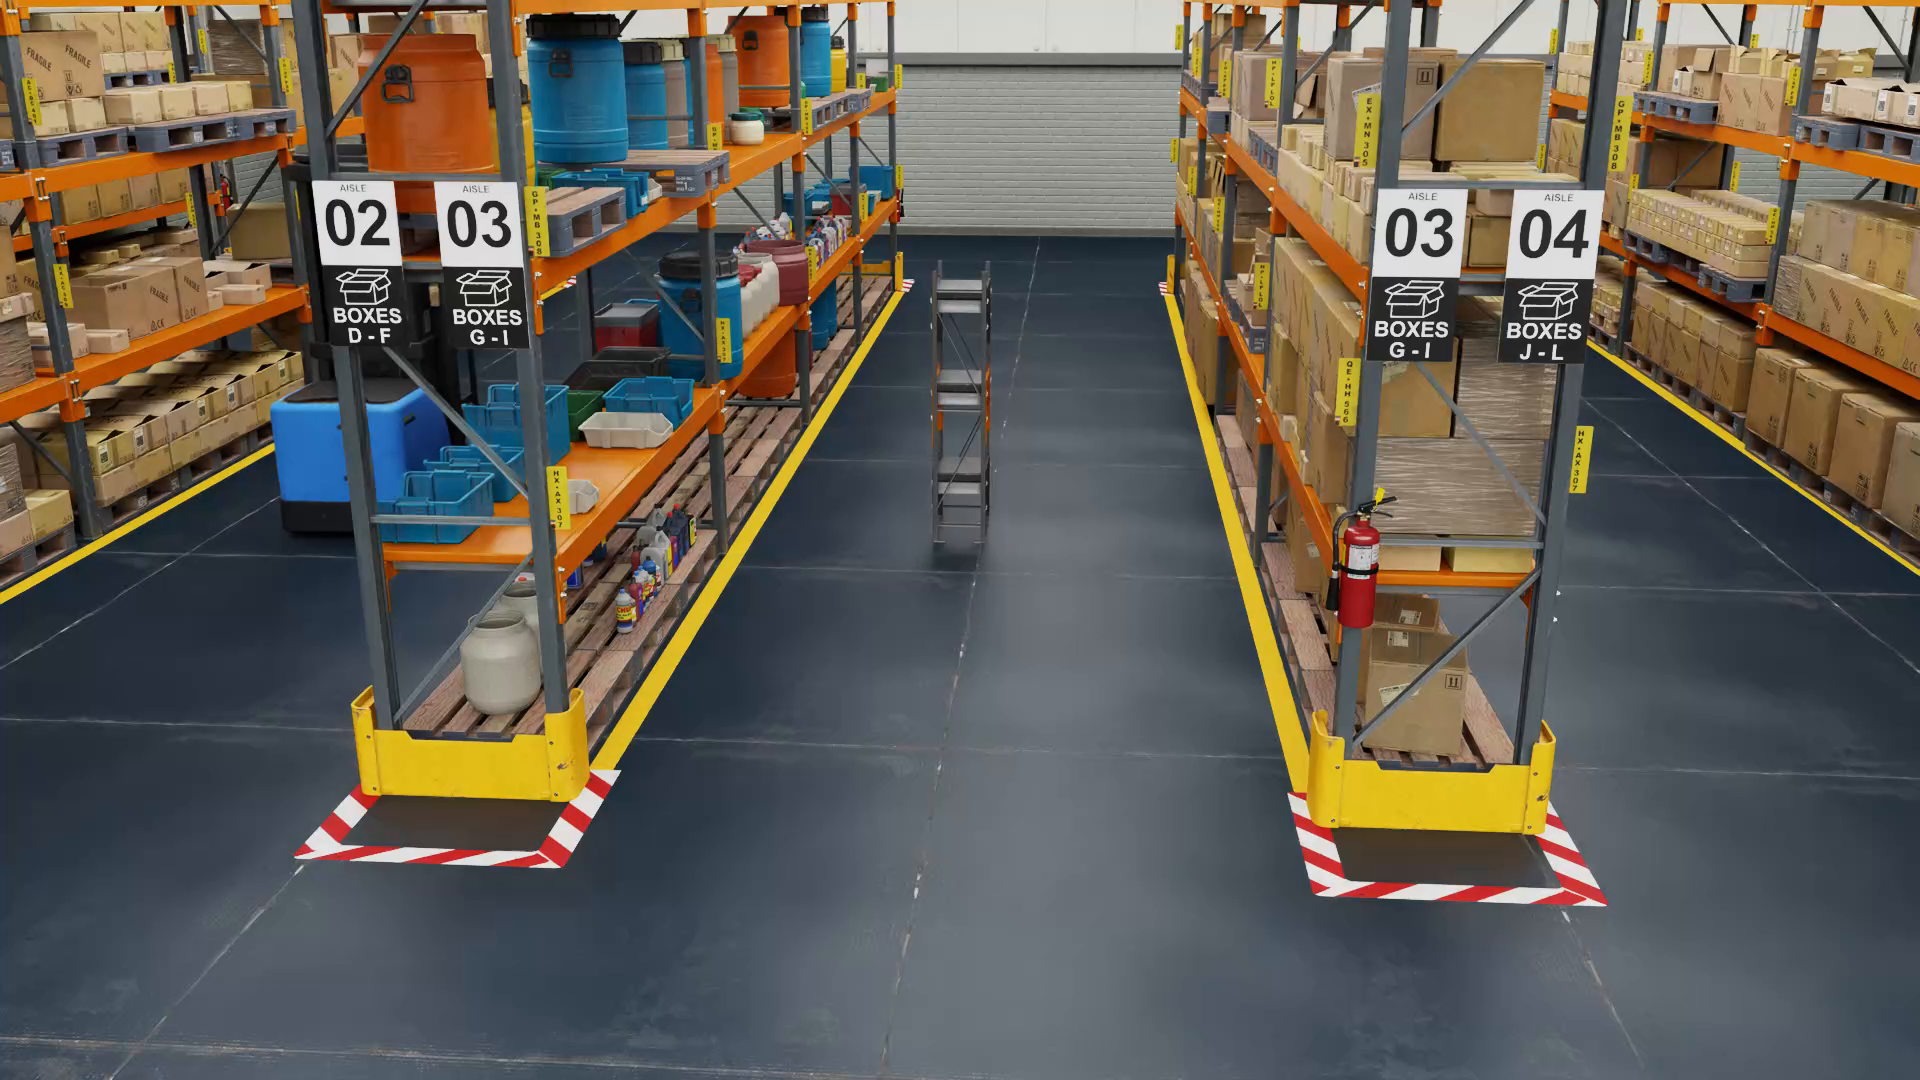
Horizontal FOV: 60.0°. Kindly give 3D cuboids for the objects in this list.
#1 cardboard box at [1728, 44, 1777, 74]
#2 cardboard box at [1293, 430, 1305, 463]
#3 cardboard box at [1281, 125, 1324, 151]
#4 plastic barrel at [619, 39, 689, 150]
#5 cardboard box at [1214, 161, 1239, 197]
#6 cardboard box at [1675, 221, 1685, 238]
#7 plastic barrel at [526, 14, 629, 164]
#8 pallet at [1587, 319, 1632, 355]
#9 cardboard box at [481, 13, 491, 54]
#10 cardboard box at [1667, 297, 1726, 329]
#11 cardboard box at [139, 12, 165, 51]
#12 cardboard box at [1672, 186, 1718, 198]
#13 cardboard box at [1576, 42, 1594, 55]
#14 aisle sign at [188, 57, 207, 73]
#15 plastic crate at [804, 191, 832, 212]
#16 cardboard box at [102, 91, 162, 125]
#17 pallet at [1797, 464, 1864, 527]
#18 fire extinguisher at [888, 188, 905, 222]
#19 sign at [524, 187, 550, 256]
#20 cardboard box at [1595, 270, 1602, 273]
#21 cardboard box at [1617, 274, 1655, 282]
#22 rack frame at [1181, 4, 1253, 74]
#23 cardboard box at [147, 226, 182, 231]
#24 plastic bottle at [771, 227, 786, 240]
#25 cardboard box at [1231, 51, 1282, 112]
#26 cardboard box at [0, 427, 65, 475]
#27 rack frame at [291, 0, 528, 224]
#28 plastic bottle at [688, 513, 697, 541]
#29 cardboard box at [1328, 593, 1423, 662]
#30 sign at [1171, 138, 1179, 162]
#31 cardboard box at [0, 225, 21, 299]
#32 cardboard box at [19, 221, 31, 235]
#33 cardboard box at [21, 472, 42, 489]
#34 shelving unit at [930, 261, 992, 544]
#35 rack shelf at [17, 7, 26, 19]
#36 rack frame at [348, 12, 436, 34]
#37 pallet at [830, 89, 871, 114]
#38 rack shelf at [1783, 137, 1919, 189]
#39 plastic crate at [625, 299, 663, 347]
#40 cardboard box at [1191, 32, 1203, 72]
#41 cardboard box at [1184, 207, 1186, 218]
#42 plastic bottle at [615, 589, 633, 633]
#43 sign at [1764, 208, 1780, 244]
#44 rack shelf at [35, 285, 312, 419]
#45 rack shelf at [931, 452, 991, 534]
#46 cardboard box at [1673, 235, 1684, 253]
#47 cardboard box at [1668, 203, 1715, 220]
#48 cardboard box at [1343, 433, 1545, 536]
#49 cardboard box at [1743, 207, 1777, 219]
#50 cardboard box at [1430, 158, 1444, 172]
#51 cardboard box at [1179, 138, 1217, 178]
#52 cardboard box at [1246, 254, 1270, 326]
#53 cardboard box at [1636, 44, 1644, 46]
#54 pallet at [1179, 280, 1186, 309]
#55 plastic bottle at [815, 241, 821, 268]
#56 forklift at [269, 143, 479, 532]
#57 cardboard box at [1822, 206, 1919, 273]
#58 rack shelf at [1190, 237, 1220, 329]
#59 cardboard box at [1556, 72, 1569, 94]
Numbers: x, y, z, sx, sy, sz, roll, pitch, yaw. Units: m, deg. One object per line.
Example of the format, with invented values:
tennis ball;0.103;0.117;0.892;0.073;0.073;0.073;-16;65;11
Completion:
cardboard box;7.743;-4.692;16.217;0.396;0.266;0.258;1;18;4
cardboard box;2.265;-0.578;10.273;0.380;0.149;0.250;1;18;4
cardboard box;2.344;-2.673;11.047;0.380;0.149;0.250;1;18;2
plastic barrel;-2.398;-3.364;12.748;0.600;0.901;0.600;0;18;0
cardboard box;3.150;-3.821;17.995;0.797;0.503;0.637;1;18;5
cardboard box;7.592;-3.190;17.091;0.380;0.149;0.250;1;18;3
plastic barrel;-2.443;-2.890;10.630;0.600;0.901;0.708;1;18;4
pallet;8.201;-2.450;20.062;1.003;0.211;1.213;1;18;4
cardboard box;-6.415;-6.650;21.816;0.700;0.500;0.500;1;18;4
cardboard box;7.795;-2.387;17.525;0.500;0.250;0.500;2;18;6
cardboard box;-11.113;-6.851;22.399;0.500;0.500;0.500;2;18;6
cardboard box;8.475;-3.903;19.379;0.500;0.500;0.500;1;18;3
cardboard box;8.078;-6.257;21.182;0.380;0.149;0.250;2;18;5
aisle sign;-10.982;-6.533;23.869;0.394;0.787;0.004;1;18;4
plastic crate;-1.867;-4.438;21.824;0.416;0.233;0.300;1;18;4
cardboard box;-7.007;-3.592;13.817;0.500;0.250;0.500;0;18;-1
pallet;7.680;-0.377;13.736;1.003;0.211;1.213;1;18;4
fire extinguisher;-0.941;-4.884;23.733;0.296;0.674;0.183;1;18;4
sign;-2.003;-1.508;7.875;0.100;0.325;0.005;1;18;4
cardboard box;8.024;-3.371;21.344;0.380;0.149;0.250;2;18;5
cardboard box;8.557;-3.281;21.066;0.380;0.149;0.250;1;18;4
rack frame;3.535;-7.801;22.279;1.000;3.000;0.127;1;18;4
cardboard box;-11.427;-4.426;23.911;0.380;0.149;0.250;1;18;4
plastic bottle;-2.019;-3.333;18.478;0.152;0.276;0.135;1;18;4
cardboard box;2.672;-4.036;14.642;0.500;0.500;0.500;1;18;4
cardboard box;-7.462;-0.737;13.197;0.500;0.311;0.500;1;18;4
rack frame;-2.552;-2.943;7.451;1.000;3.000;0.127;1;18;4
plastic bottle;-1.980;-0.094;12.179;0.097;0.201;0.097;0;18;0
cardboard box;2.522;0.433;10.124;0.500;0.500;0.500;3;18;9
sign;2.982;-5.414;23.110;0.100;0.325;0.005;1;18;4
cardboard box;-7.231;-1.972;11.879;0.700;0.500;0.500;1;18;4
cardboard box;-11.310;-3.740;19.890;0.380;0.149;0.250;2;18;5
cardboard box;-7.465;-0.474;13.293;0.500;0.250;0.500;1;18;3
shelving unit;0.012;-1.049;12.753;0.431;2.100;0.503;1;18;4
rack shelf;-11.717;-5.738;17.779;1.077;0.370;4.000;1;18;4
rack frame;-6.632;-6.781;19.166;1.000;3.000;0.127;1;18;4
pallet;-1.650;-4.909;18.572;1.213;0.211;1.003;1;18;4
rack shelf;7.758;-2.786;12.946;1.077;0.370;4.000;1;18;4
plastic crate;-2.496;-1.676;13.246;0.392;0.384;0.575;1;18;4
cardboard box;3.391;-6.336;21.628;0.700;0.500;0.500;1;18;2
cardboard box;3.055;-4.169;21.232;0.380;0.149;0.250;2;18;5
plastic bottle;-2.111;0.440;10.439;0.097;0.271;0.097;0;18;0
sign;7.360;-2.845;15.057;0.100;0.325;0.005;1;18;4
rack shelf;-7.062;-1.725;14.526;1.077;0.370;4.000;1;18;4
rack shelf;0.012;-0.371;12.975;0.431;0.518;0.480;1;18;4
cardboard box;7.592;-3.050;17.144;0.380;0.149;0.250;0;18;1
cardboard box;7.610;-3.415;17.302;0.380;0.149;0.250;2;18;6
cardboard box;2.455;-0.340;8.506;0.875;0.500;0.500;1;18;4
cardboard box;8.242;-3.311;16.985;0.380;0.149;0.250;1;18;3
cardboard box;2.766;-2.008;9.018;0.380;0.149;0.250;0;18;1
cardboard box;3.196;-5.078;22.163;0.500;0.500;0.500;1;18;3
cardboard box;2.707;-2.013;13.407;0.797;0.503;0.637;3;18;10
cardboard box;8.621;-6.083;20.649;0.380;0.149;0.250;2;18;5
pallet;3.556;-3.375;22.885;1.003;0.211;1.213;1;18;4
plastic bottle;-1.497;-3.006;17.467;0.061;0.283;0.133;1;18;4
forklift;-4.690;-1.857;13.883;1.130;2.935;3.031;1;18;3
cardboard box;7.825;-2.550;14.122;0.700;0.500;0.500;1;18;3
rack shelf;3.105;-2.745;17.639;1.077;0.370;4.000;1;18;4
cardboard box;8.188;-6.029;21.928;0.500;0.250;0.500;2;18;6
